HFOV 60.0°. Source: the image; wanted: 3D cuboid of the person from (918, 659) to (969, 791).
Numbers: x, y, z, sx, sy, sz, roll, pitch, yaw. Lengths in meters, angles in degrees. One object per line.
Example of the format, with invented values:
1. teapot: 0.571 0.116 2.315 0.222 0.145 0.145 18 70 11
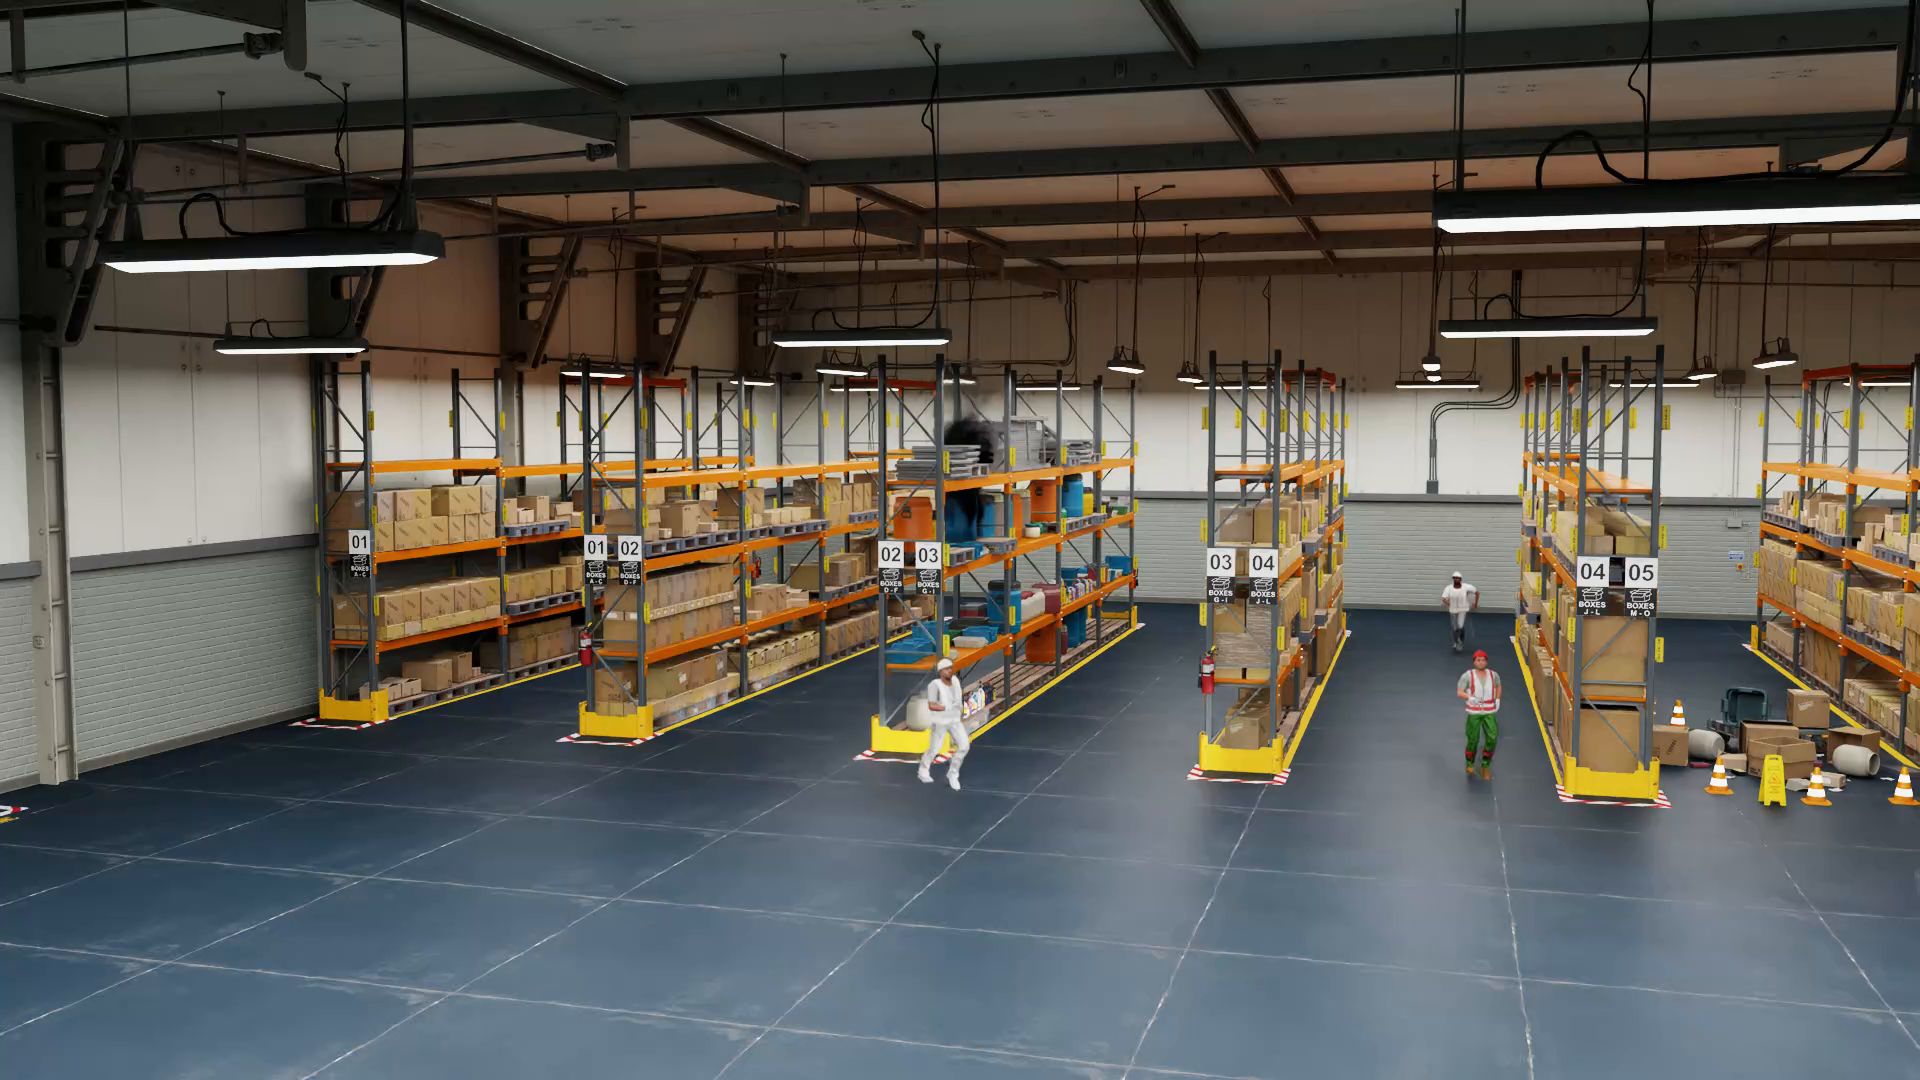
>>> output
1. person: -0.186 2.498 22.598 0.690 1.800 0.894 -3 5 -35

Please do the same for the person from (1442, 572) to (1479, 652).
1. person: 10.791 1.549 35.938 0.716 1.730 0.845 2 5 31

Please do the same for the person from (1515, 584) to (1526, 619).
1. person: 13.266 1.367 39.035 0.564 1.697 0.753 3 5 34

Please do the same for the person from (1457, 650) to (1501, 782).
1. person: 7.270 2.457 23.227 0.636 1.827 0.665 0 4 7
